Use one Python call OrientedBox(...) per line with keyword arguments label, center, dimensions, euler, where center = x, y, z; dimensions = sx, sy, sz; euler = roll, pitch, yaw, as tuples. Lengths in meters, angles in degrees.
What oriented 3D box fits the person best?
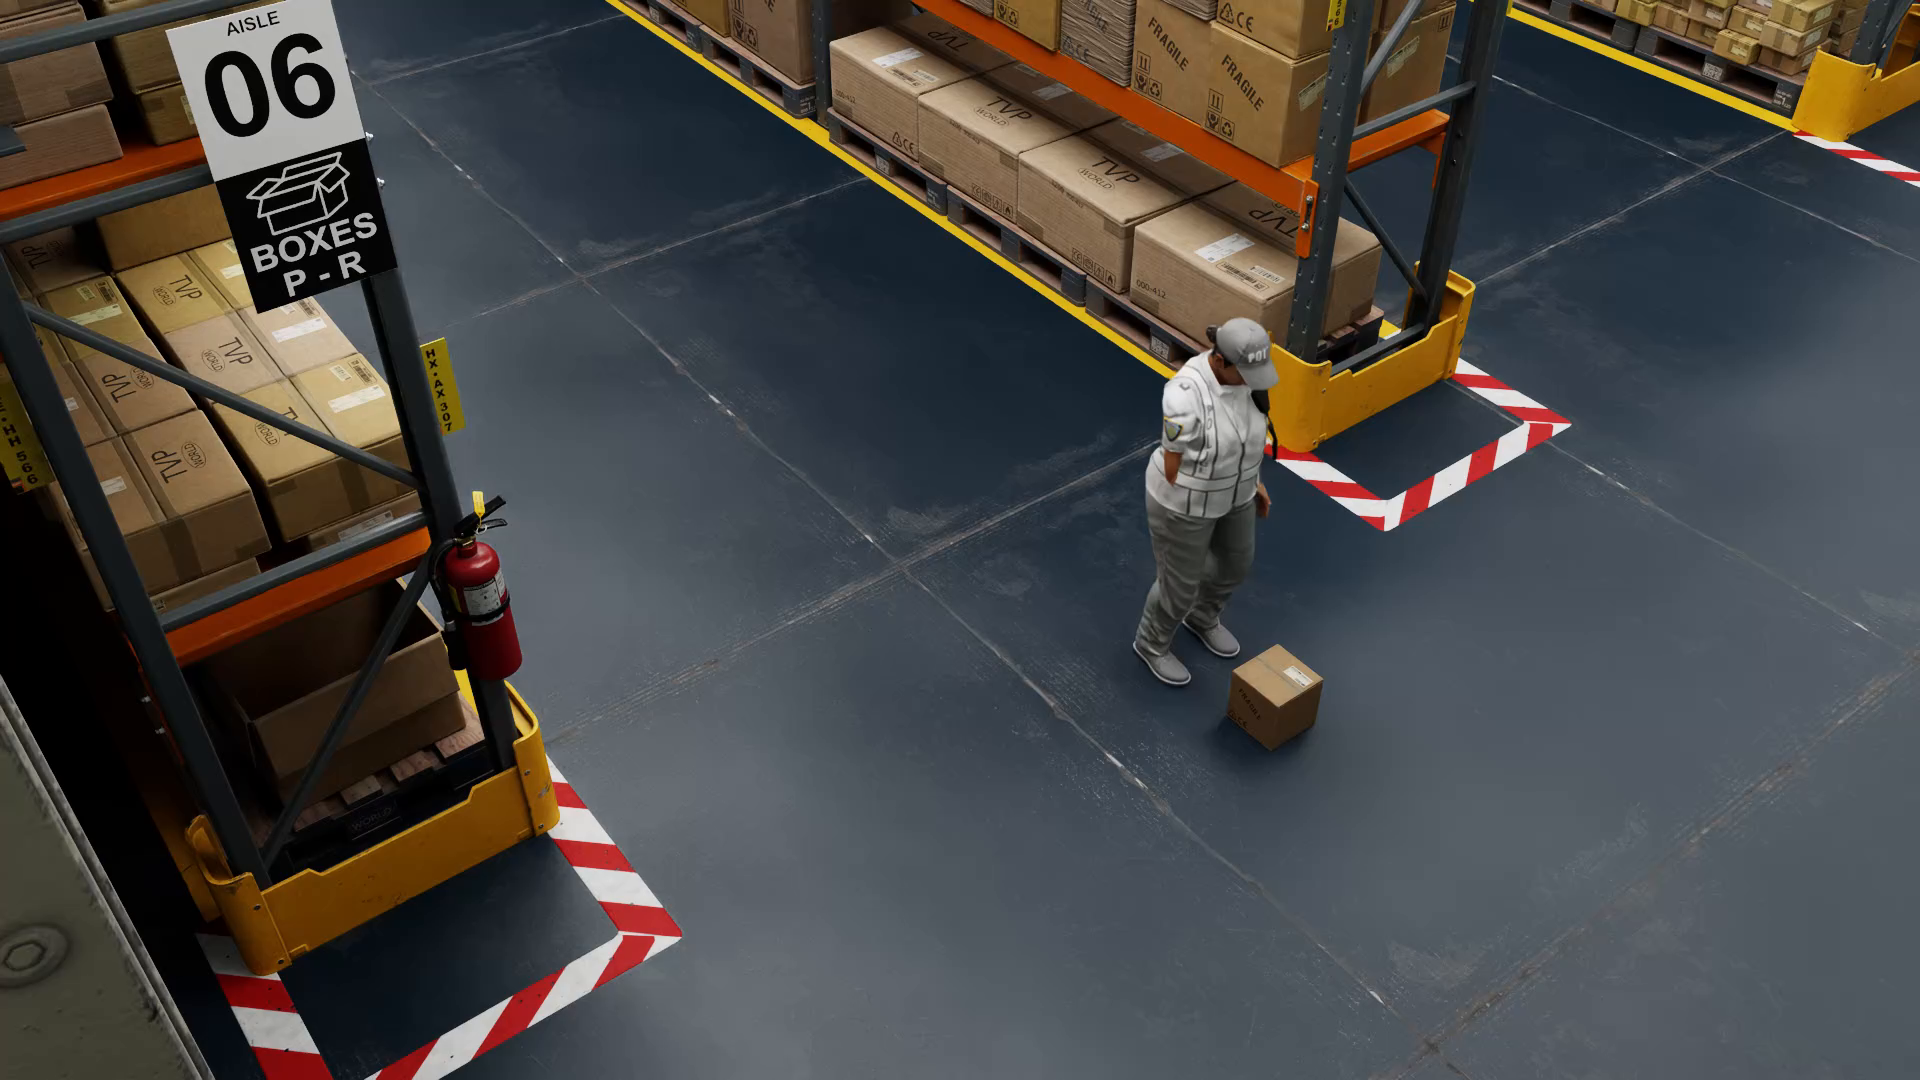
OrientedBox(label="person", center=(0.961, -0.167, 6.376), dimensions=(0.483, 1.643, 0.429), euler=(-25, 47, -27))
